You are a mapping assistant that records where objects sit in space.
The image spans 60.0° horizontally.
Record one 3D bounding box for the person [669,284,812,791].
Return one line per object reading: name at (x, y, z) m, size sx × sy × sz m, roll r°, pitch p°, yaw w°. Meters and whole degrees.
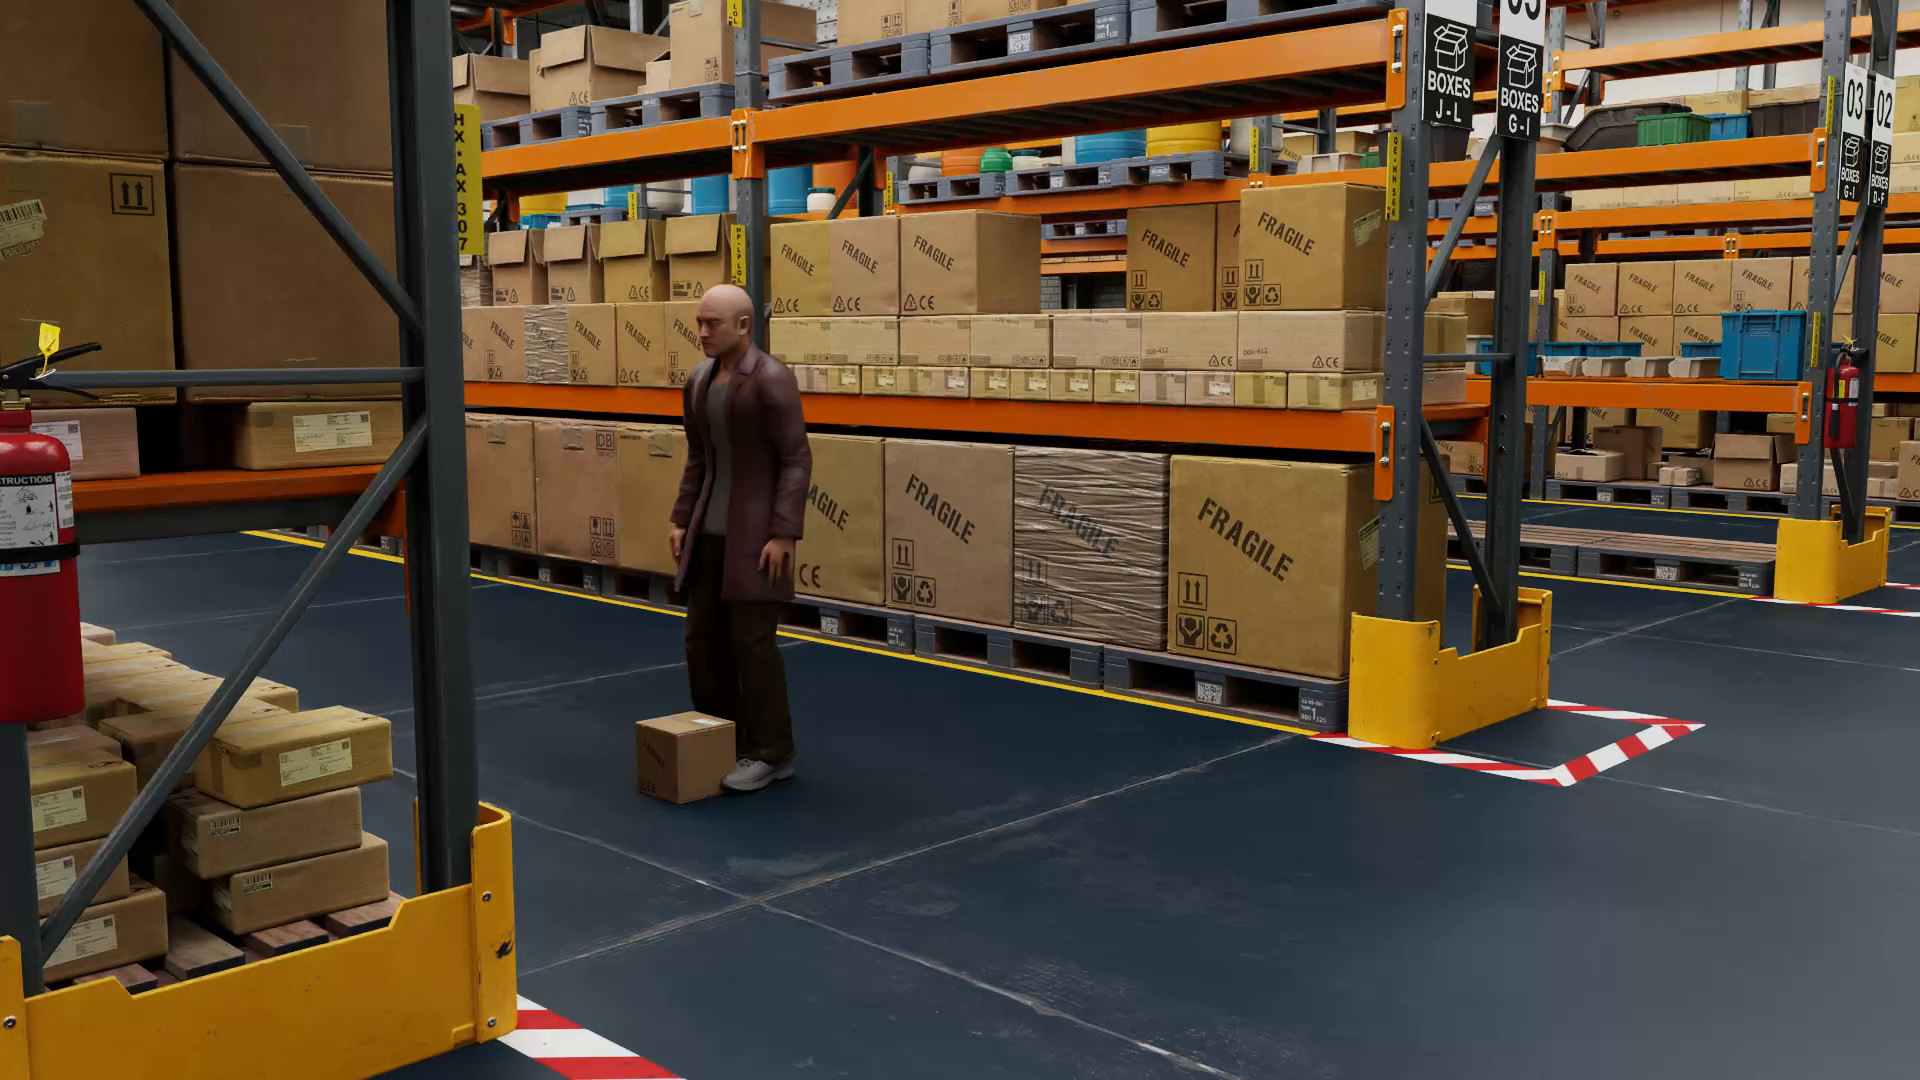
person at (-0.793, -0.016, 5.942) m, size 0.654 × 1.774 × 0.415 m, roll 6°, pitch 9°, yaw 42°
